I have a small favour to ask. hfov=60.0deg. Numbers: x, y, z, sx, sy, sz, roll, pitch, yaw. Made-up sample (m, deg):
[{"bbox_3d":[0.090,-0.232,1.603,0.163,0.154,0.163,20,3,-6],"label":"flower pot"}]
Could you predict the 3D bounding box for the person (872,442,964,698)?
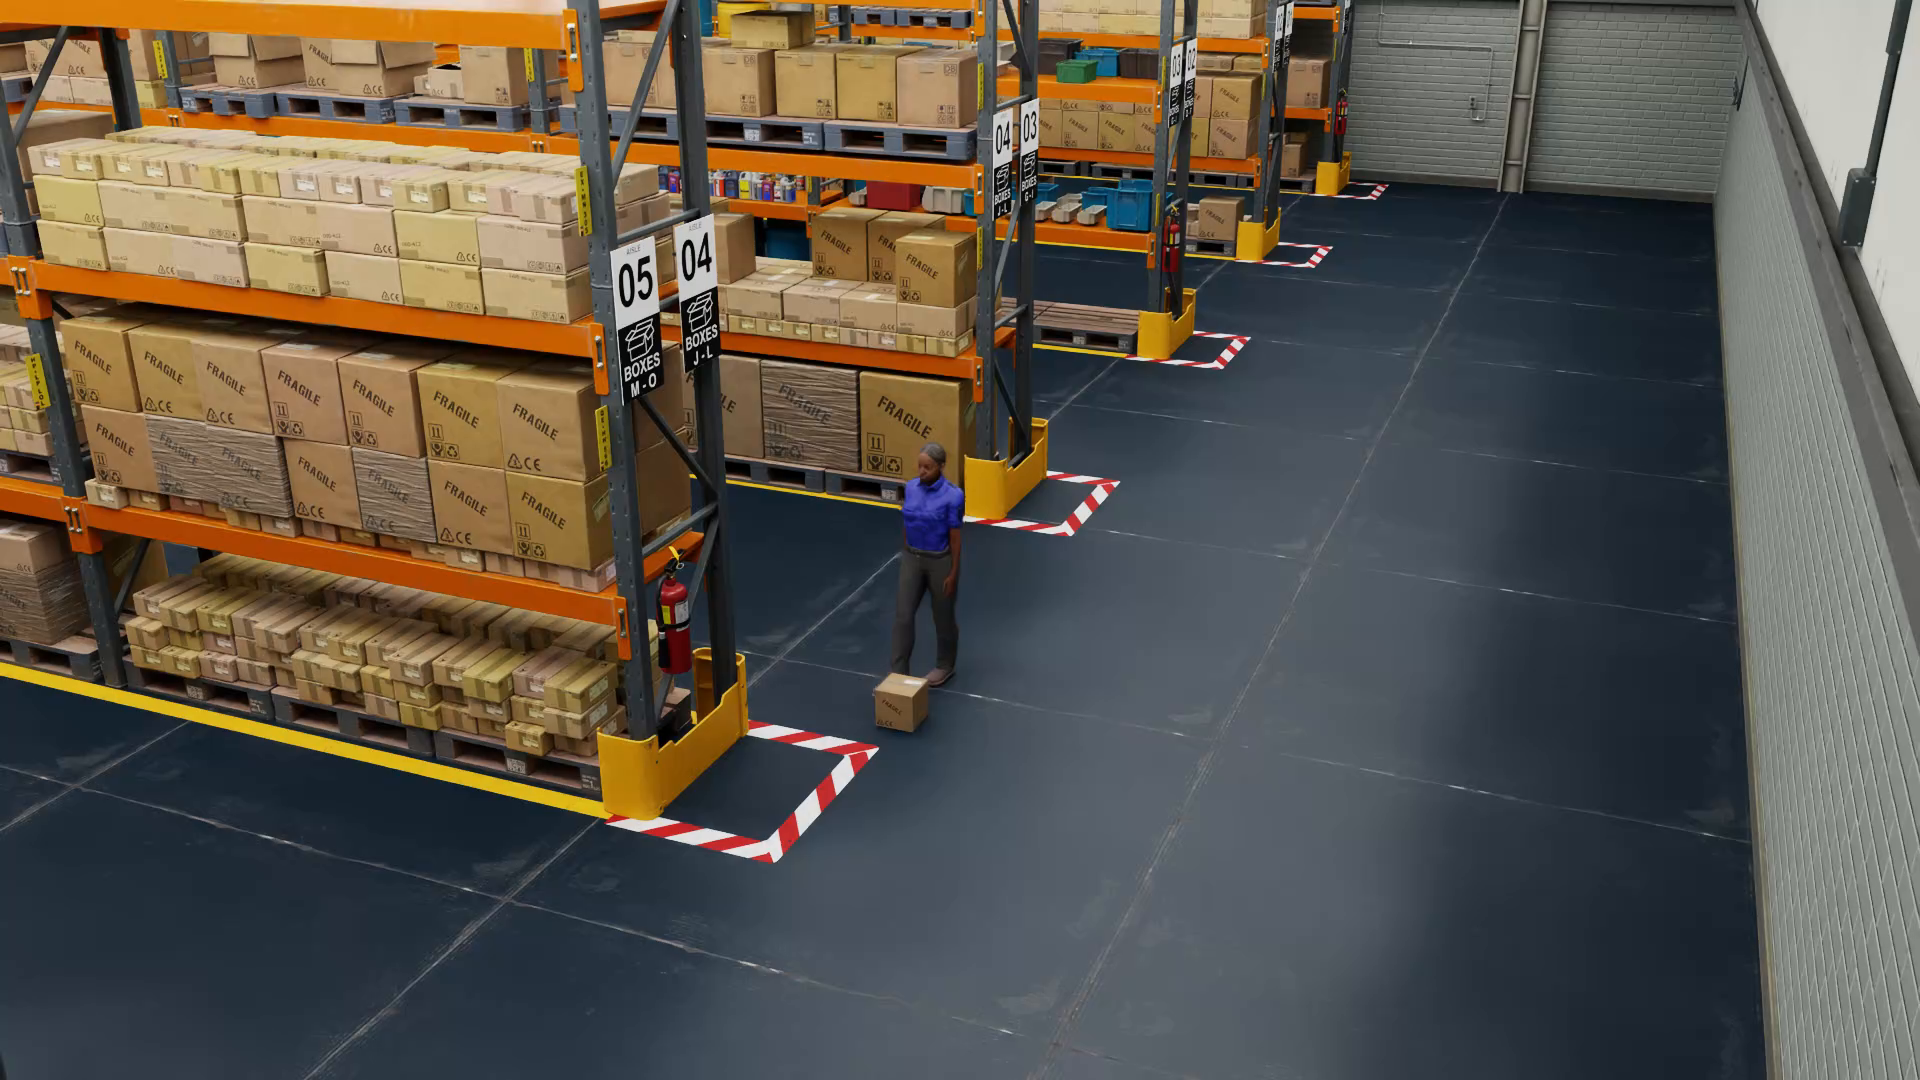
[{"bbox_3d":[-0.252,0.205,10.398,0.450,1.647,0.666,11,25,24],"label":"person"}]
